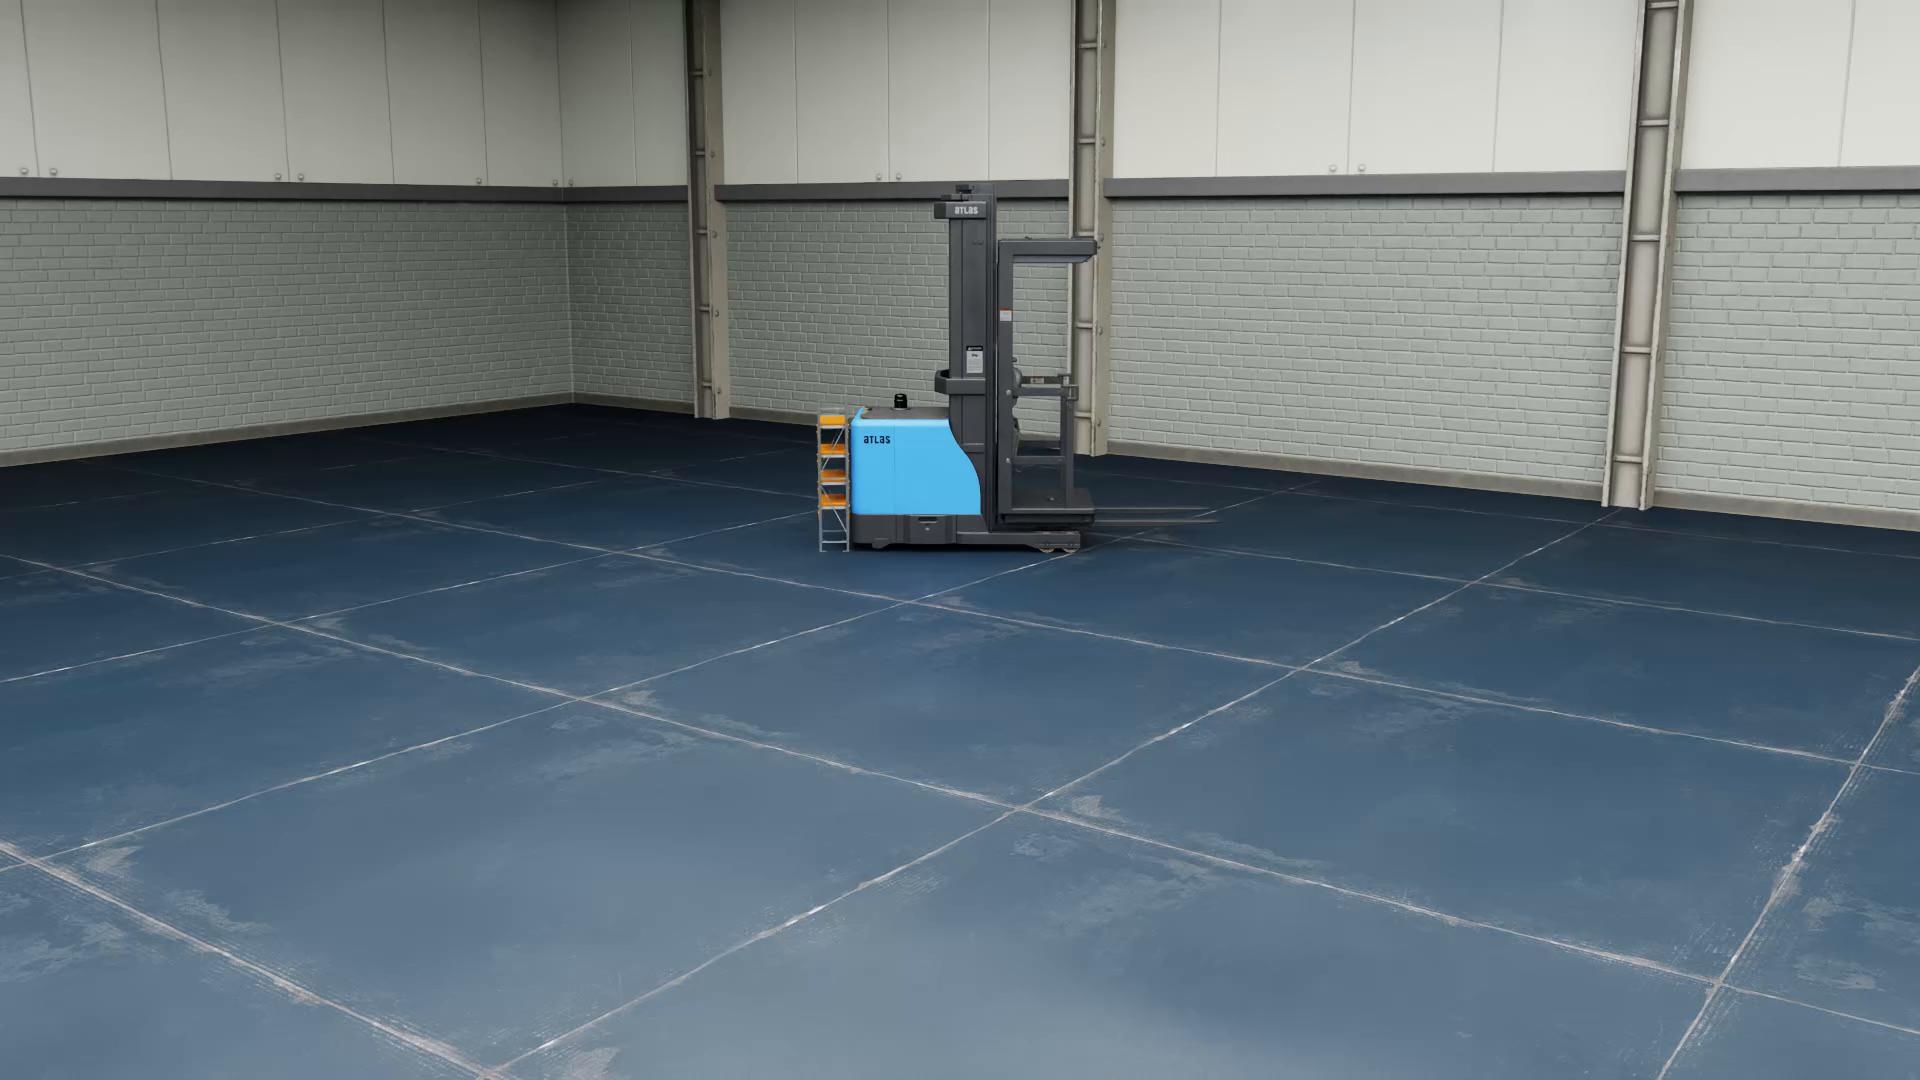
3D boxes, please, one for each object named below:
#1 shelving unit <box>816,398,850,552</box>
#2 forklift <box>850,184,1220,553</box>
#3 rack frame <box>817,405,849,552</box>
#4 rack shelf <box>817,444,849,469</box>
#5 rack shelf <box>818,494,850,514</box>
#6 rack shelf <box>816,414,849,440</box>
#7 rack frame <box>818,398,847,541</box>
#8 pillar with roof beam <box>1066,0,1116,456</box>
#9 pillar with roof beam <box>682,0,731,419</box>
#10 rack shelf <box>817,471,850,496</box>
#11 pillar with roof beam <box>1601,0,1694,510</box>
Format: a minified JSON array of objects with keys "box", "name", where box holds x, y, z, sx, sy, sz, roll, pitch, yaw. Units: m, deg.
[{"box":[-1.039,-0.539,13.657,0.258,1.200,0.503,-1,11,-4],"name":"shelving unit"},{"box":[0.624,-1.438,13.745,3.031,2.935,1.130,0,11,1],"name":"forklift"},{"box":[-1.022,-0.493,13.418,0.240,1.200,0.015,-1,11,-4],"name":"rack frame"},{"box":[-1.039,-0.693,13.627,0.258,0.148,0.480,-1,11,-4],"name":"rack shelf"},{"box":[-1.039,-0.278,13.707,0.258,0.148,0.480,-1,11,-4],"name":"rack shelf"},{"box":[-1.039,-0.925,13.582,0.258,0.148,0.480,-1,11,-4],"name":"rack shelf"},{"box":[-1.057,-0.585,13.896,0.240,1.200,0.015,-1,11,-4],"name":"rack frame"},{"box":[-1.084,-4.757,14.925,0.400,9.000,9.100,8,13,36],"name":"pillar with roof beam"},{"box":[-5.920,-5.431,18.411,0.400,9.000,9.100,8,13,36],"name":"pillar with roof beam"},{"box":[-1.039,-0.473,13.670,0.258,0.148,0.480,-1,11,-4],"name":"rack shelf"},{"box":[3.752,-4.082,11.438,0.400,9.000,9.100,8,13,36],"name":"pillar with roof beam"}]
